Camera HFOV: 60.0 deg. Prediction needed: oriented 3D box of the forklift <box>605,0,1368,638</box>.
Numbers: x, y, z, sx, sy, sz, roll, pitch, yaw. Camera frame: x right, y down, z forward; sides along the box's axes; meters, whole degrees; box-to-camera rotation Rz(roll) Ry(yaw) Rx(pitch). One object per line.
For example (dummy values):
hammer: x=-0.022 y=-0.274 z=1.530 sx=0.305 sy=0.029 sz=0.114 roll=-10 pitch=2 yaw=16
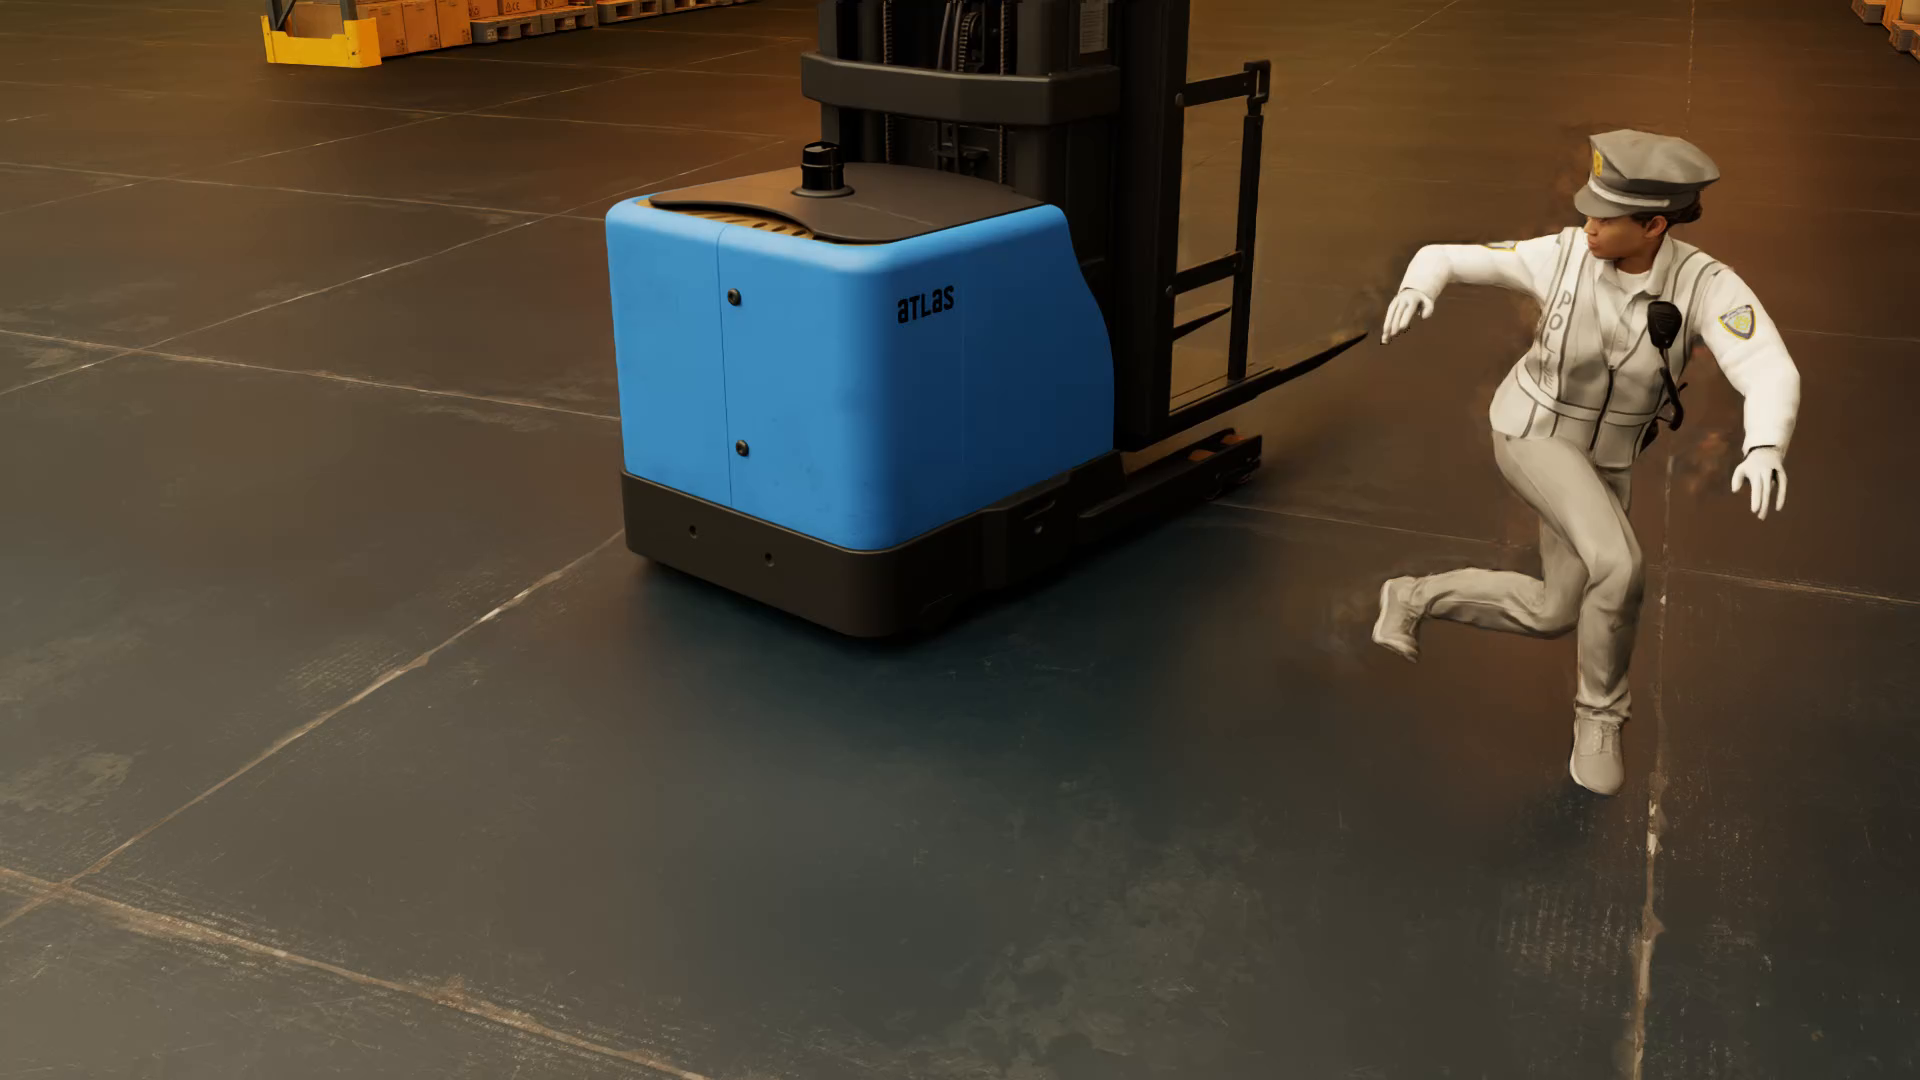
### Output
forklift: x=0.353 y=-1.591 z=5.100 sx=1.130 sy=2.935 sz=3.031 roll=18 pitch=29 yaw=36

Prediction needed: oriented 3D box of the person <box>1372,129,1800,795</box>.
person: x=1.298 y=-0.150 z=3.656 sx=0.791 sy=1.437 sz=1.065 roll=-3 pitch=23 yaw=-6
